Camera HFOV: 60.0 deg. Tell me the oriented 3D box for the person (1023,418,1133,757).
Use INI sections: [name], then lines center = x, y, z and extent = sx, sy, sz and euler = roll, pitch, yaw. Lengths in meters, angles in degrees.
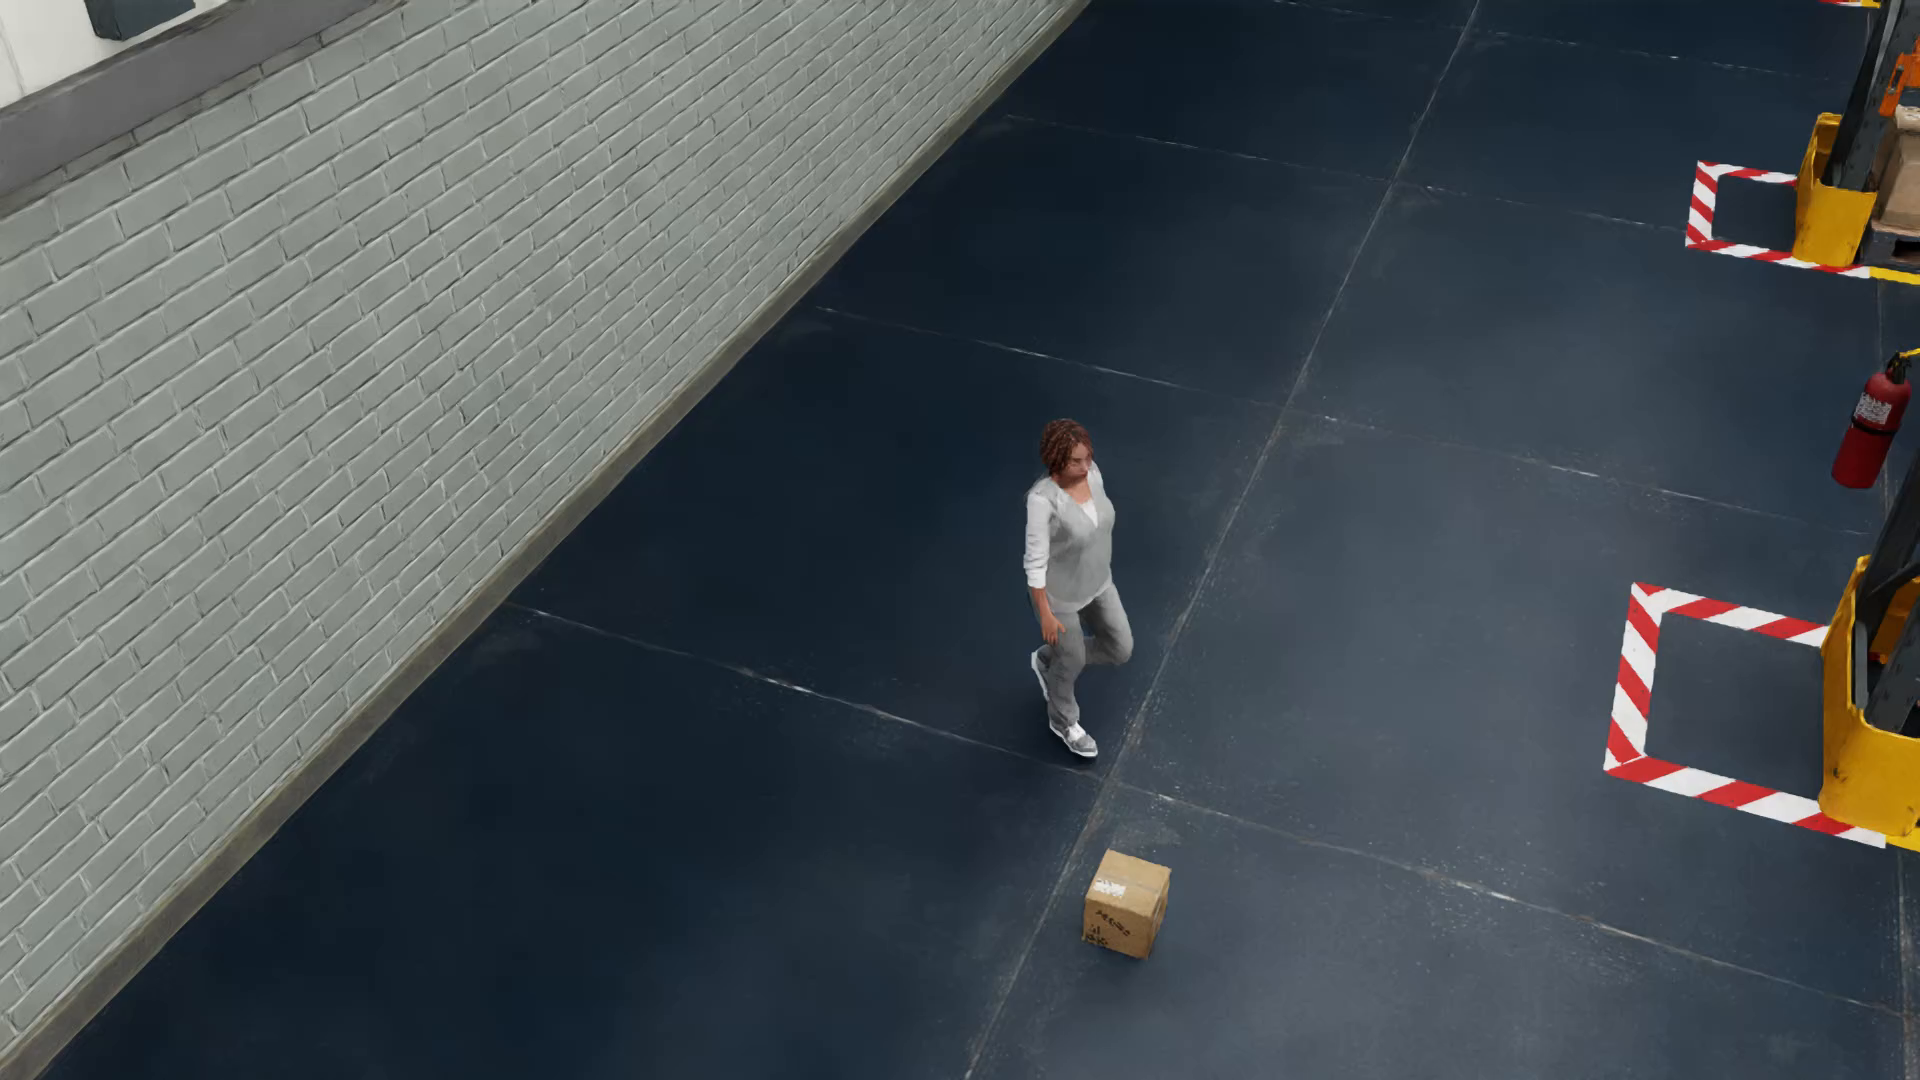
[person]
center = 0.428, 0.204, 6.550
extent = 0.453, 1.582, 0.449
euler = 30, 47, 33
